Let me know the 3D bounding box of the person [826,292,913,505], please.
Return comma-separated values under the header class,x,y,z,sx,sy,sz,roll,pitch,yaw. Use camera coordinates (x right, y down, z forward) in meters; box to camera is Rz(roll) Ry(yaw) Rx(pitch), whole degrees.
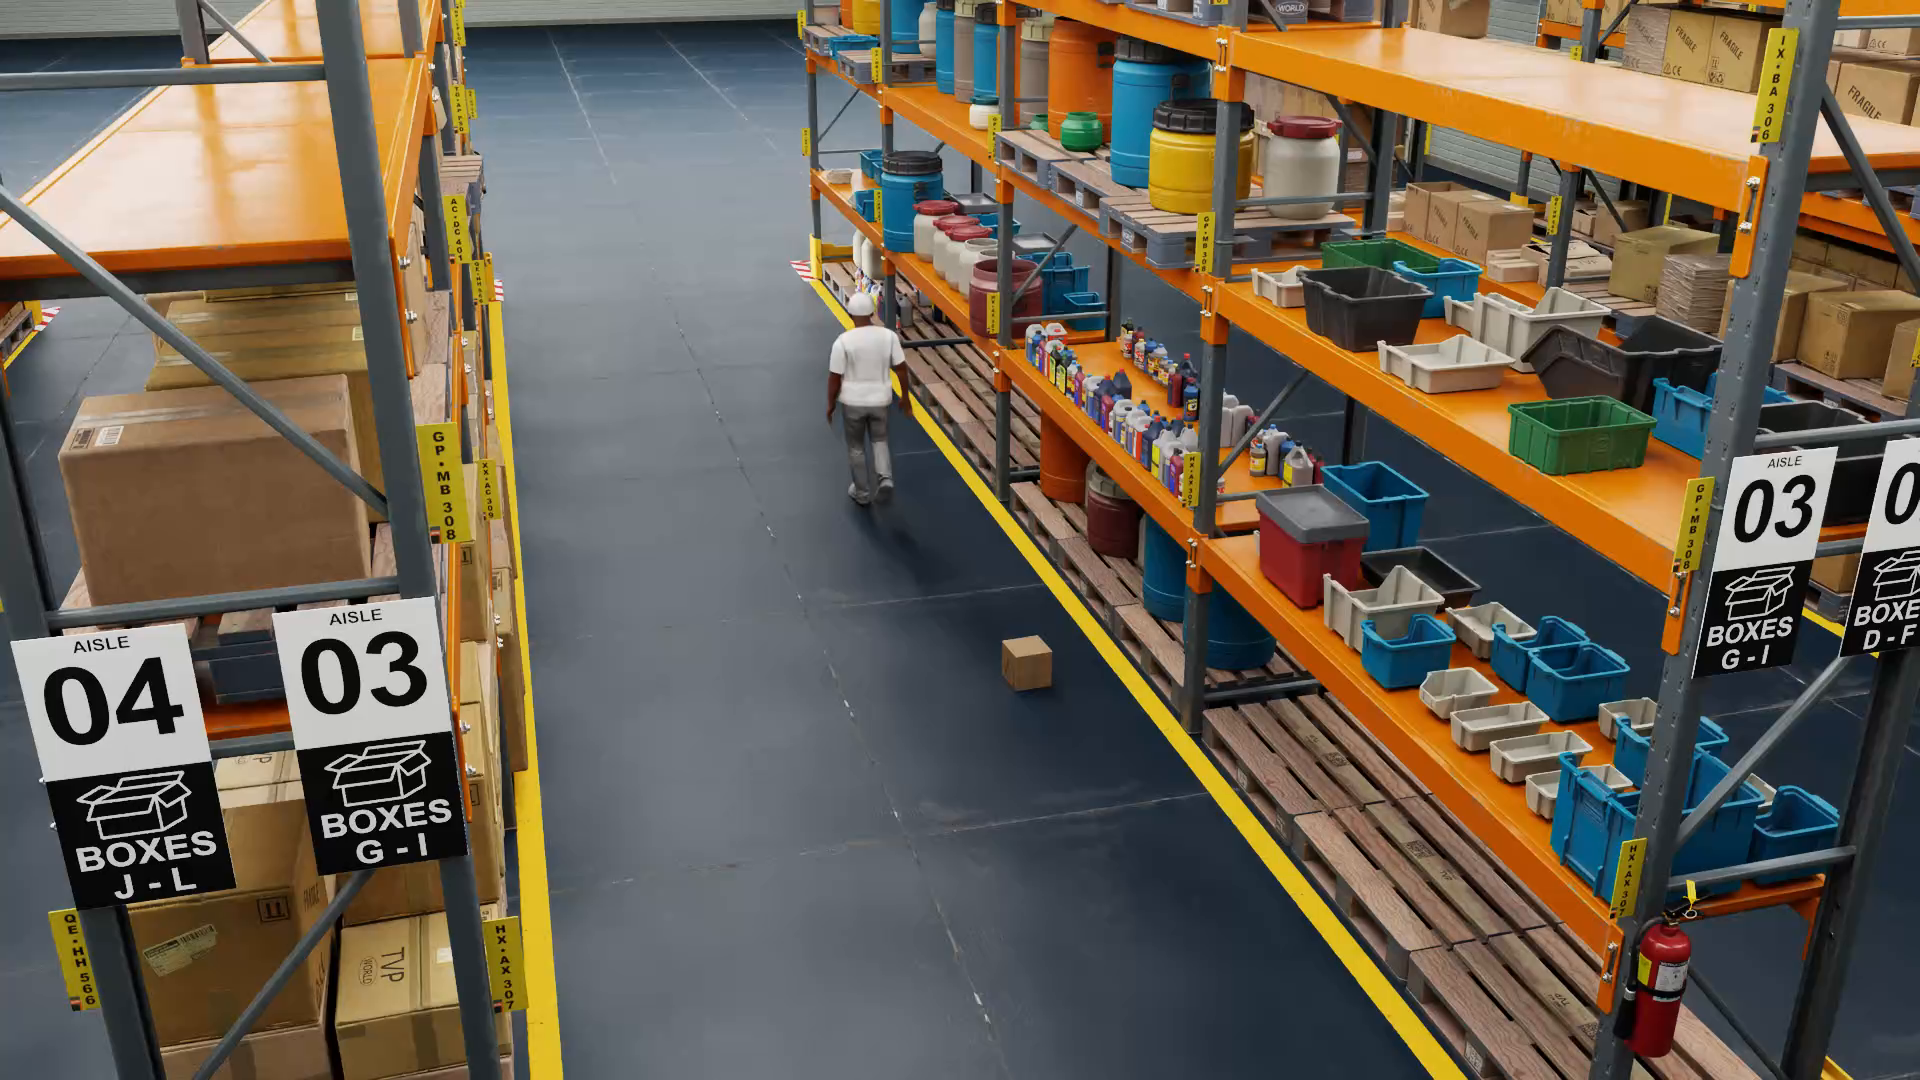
class,x,y,z,sx,sy,sz,roll,pitch,yaw
person,-0.700,-1.086,13.198,0.668,1.746,0.681,-8,24,-18
